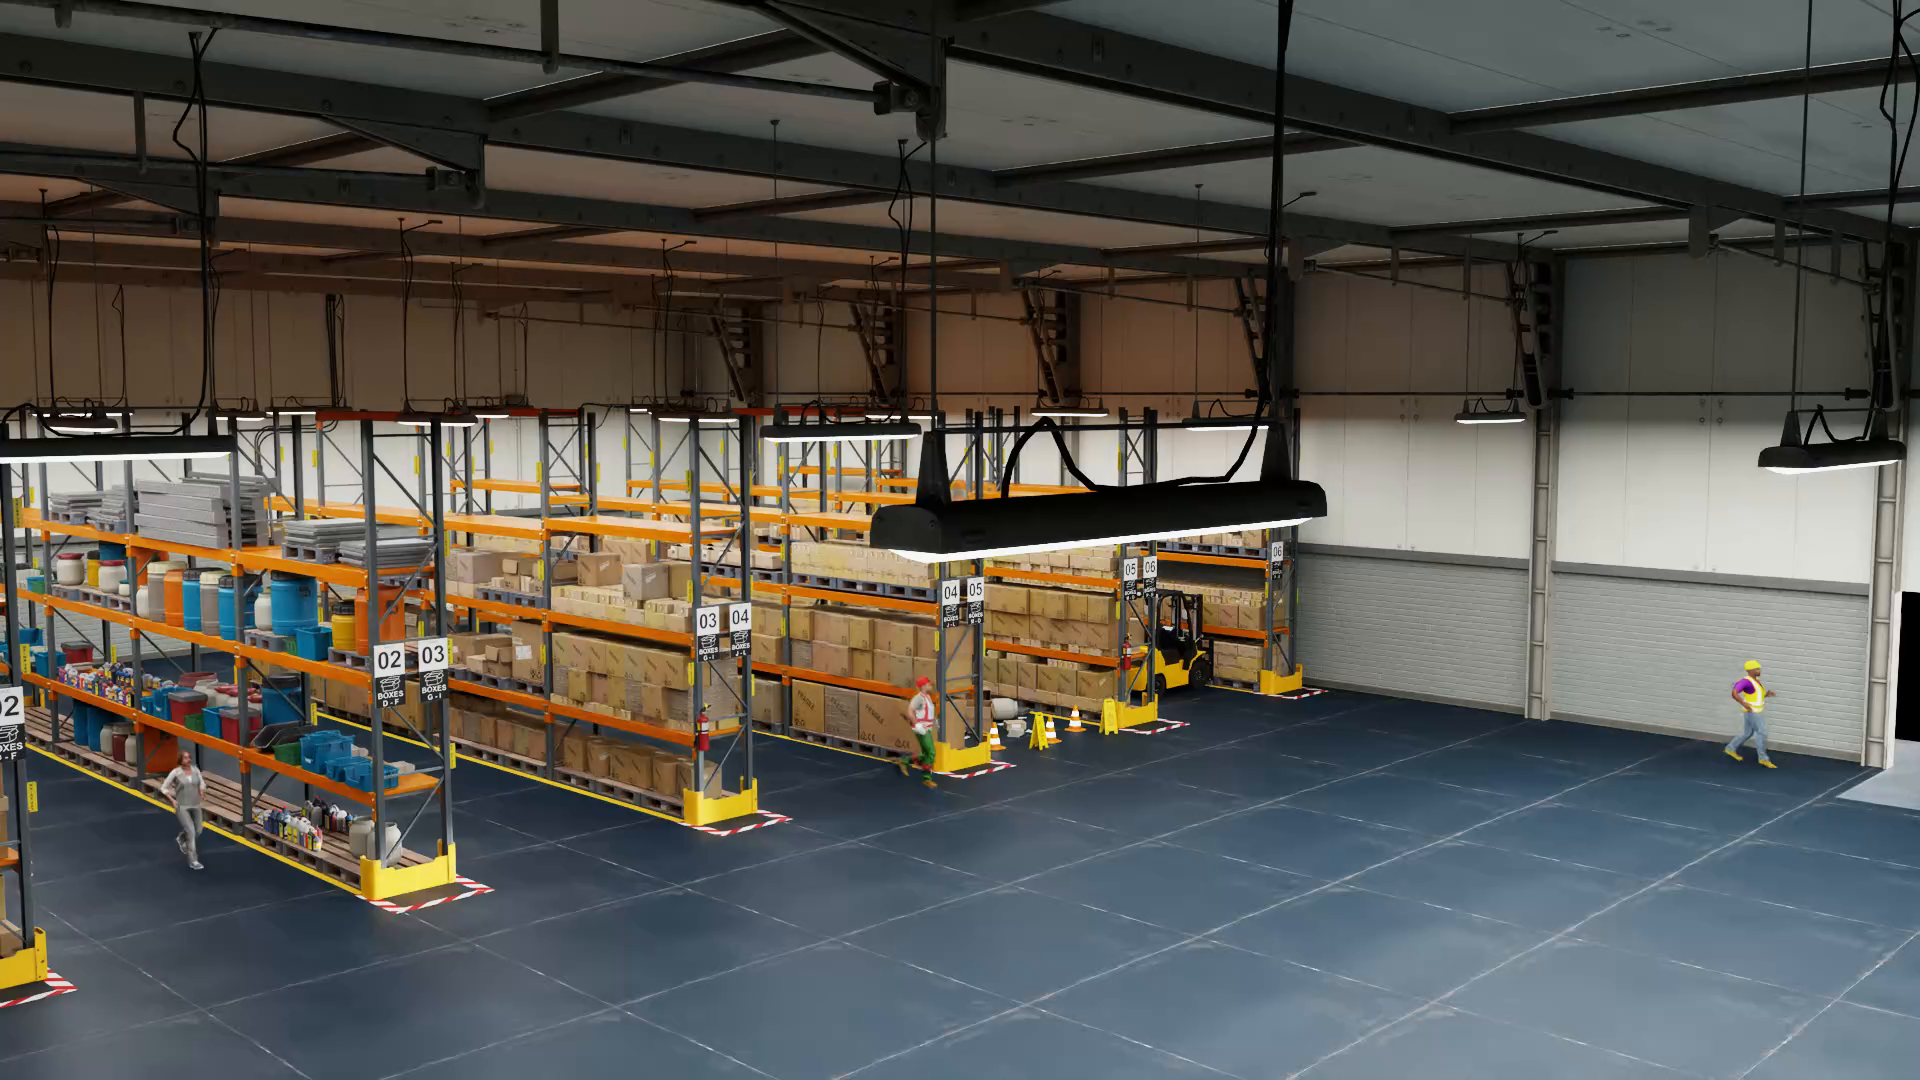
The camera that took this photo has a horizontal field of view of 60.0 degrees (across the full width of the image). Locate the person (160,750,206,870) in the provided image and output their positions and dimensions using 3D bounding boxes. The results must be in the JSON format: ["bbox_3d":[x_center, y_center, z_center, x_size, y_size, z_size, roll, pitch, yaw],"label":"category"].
[{"bbox_3d":[-10.353,3.585,22.233,0.767,1.551,0.547,4,7,40],"label":"person"}]

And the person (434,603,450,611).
[{"bbox_3d":[-12.380,1.972,39.756,0.611,1.712,0.819,4,6,38],"label":"person"}]

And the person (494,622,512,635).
[{"bbox_3d":[-11.300,1.811,41.282,0.682,1.753,0.769,4,6,38],"label":"person"}]

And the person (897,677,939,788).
[{"bbox_3d":[-0.644,3.090,26.975,0.747,1.745,0.717,2,5,17],"label":"person"}]

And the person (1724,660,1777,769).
[{"bbox_3d":[13.434,2.933,28.178,0.848,1.798,0.686,3,6,32],"label":"person"}]
